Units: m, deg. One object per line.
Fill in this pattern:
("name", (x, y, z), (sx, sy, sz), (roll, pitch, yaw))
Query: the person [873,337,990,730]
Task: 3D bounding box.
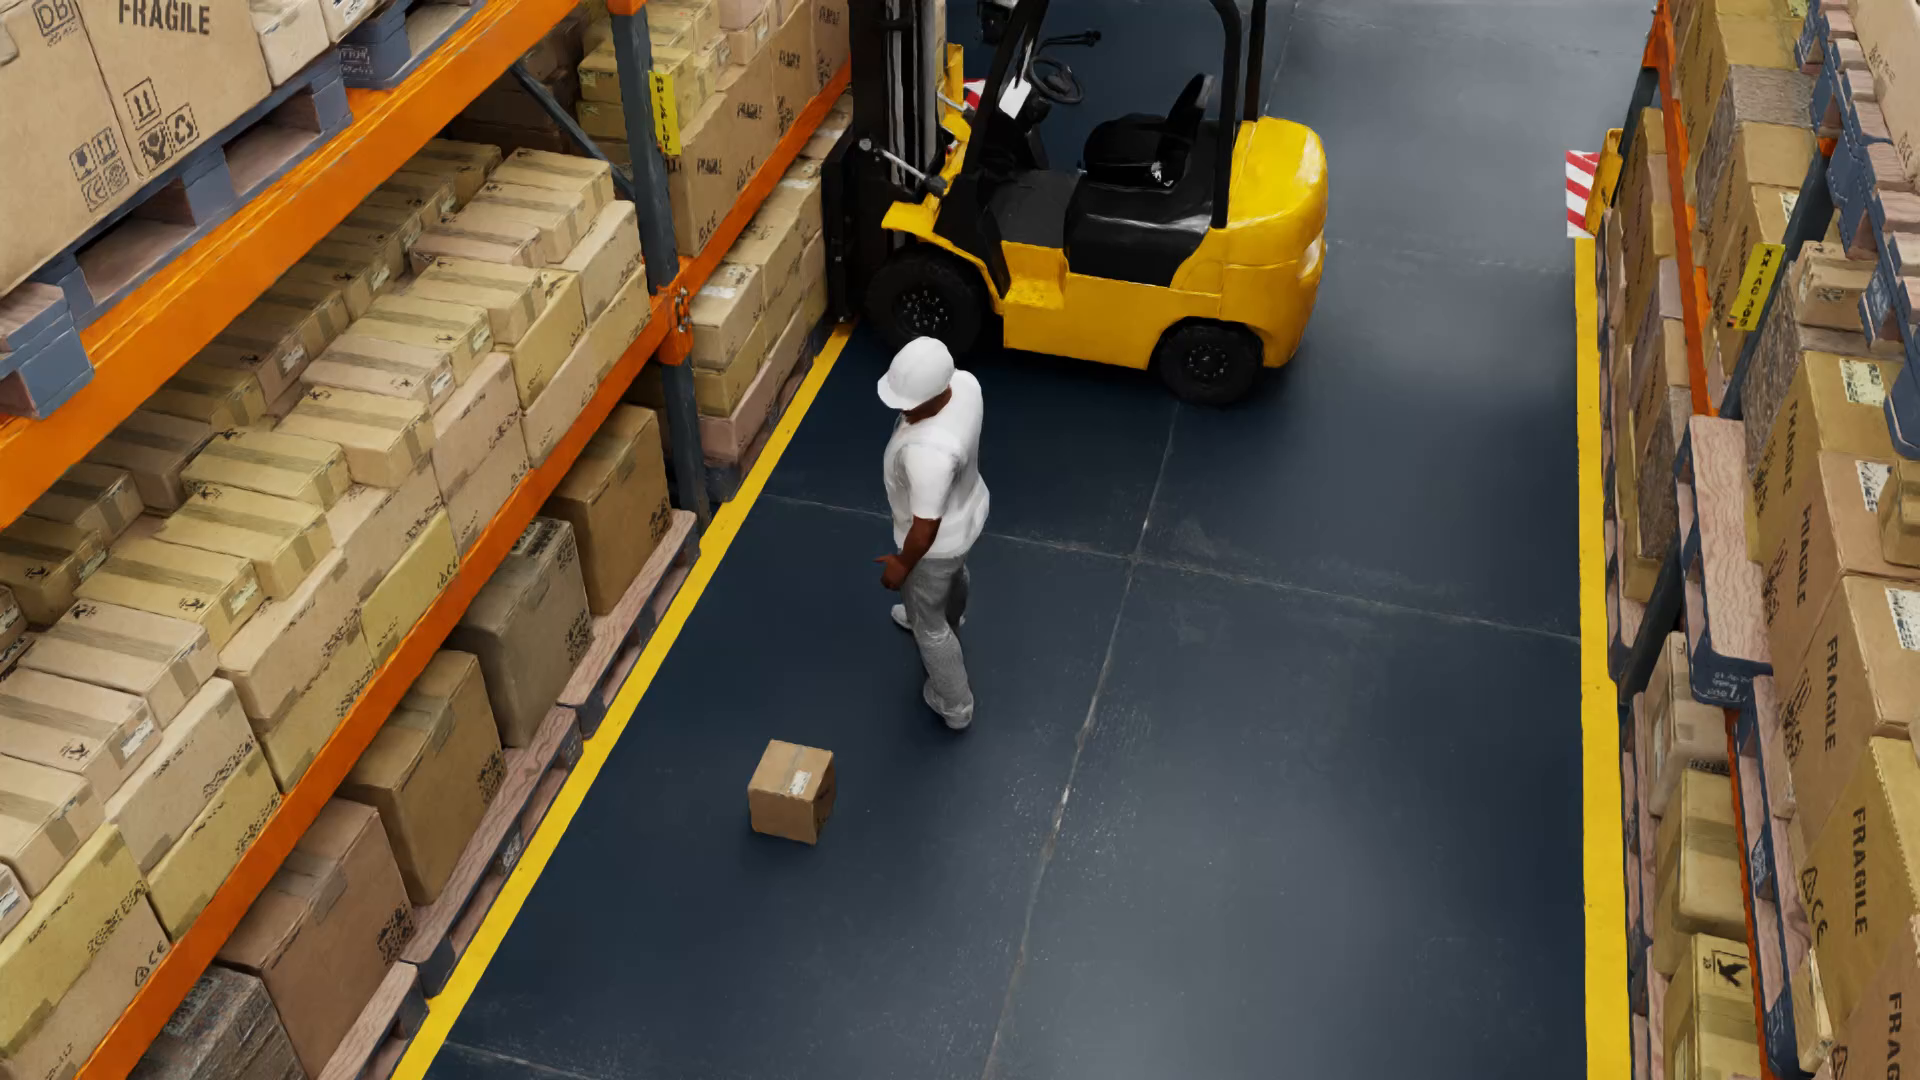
("person", (-0.136, -0.094, 6.270), (0.563, 1.758, 0.678), (15, 43, 17))
